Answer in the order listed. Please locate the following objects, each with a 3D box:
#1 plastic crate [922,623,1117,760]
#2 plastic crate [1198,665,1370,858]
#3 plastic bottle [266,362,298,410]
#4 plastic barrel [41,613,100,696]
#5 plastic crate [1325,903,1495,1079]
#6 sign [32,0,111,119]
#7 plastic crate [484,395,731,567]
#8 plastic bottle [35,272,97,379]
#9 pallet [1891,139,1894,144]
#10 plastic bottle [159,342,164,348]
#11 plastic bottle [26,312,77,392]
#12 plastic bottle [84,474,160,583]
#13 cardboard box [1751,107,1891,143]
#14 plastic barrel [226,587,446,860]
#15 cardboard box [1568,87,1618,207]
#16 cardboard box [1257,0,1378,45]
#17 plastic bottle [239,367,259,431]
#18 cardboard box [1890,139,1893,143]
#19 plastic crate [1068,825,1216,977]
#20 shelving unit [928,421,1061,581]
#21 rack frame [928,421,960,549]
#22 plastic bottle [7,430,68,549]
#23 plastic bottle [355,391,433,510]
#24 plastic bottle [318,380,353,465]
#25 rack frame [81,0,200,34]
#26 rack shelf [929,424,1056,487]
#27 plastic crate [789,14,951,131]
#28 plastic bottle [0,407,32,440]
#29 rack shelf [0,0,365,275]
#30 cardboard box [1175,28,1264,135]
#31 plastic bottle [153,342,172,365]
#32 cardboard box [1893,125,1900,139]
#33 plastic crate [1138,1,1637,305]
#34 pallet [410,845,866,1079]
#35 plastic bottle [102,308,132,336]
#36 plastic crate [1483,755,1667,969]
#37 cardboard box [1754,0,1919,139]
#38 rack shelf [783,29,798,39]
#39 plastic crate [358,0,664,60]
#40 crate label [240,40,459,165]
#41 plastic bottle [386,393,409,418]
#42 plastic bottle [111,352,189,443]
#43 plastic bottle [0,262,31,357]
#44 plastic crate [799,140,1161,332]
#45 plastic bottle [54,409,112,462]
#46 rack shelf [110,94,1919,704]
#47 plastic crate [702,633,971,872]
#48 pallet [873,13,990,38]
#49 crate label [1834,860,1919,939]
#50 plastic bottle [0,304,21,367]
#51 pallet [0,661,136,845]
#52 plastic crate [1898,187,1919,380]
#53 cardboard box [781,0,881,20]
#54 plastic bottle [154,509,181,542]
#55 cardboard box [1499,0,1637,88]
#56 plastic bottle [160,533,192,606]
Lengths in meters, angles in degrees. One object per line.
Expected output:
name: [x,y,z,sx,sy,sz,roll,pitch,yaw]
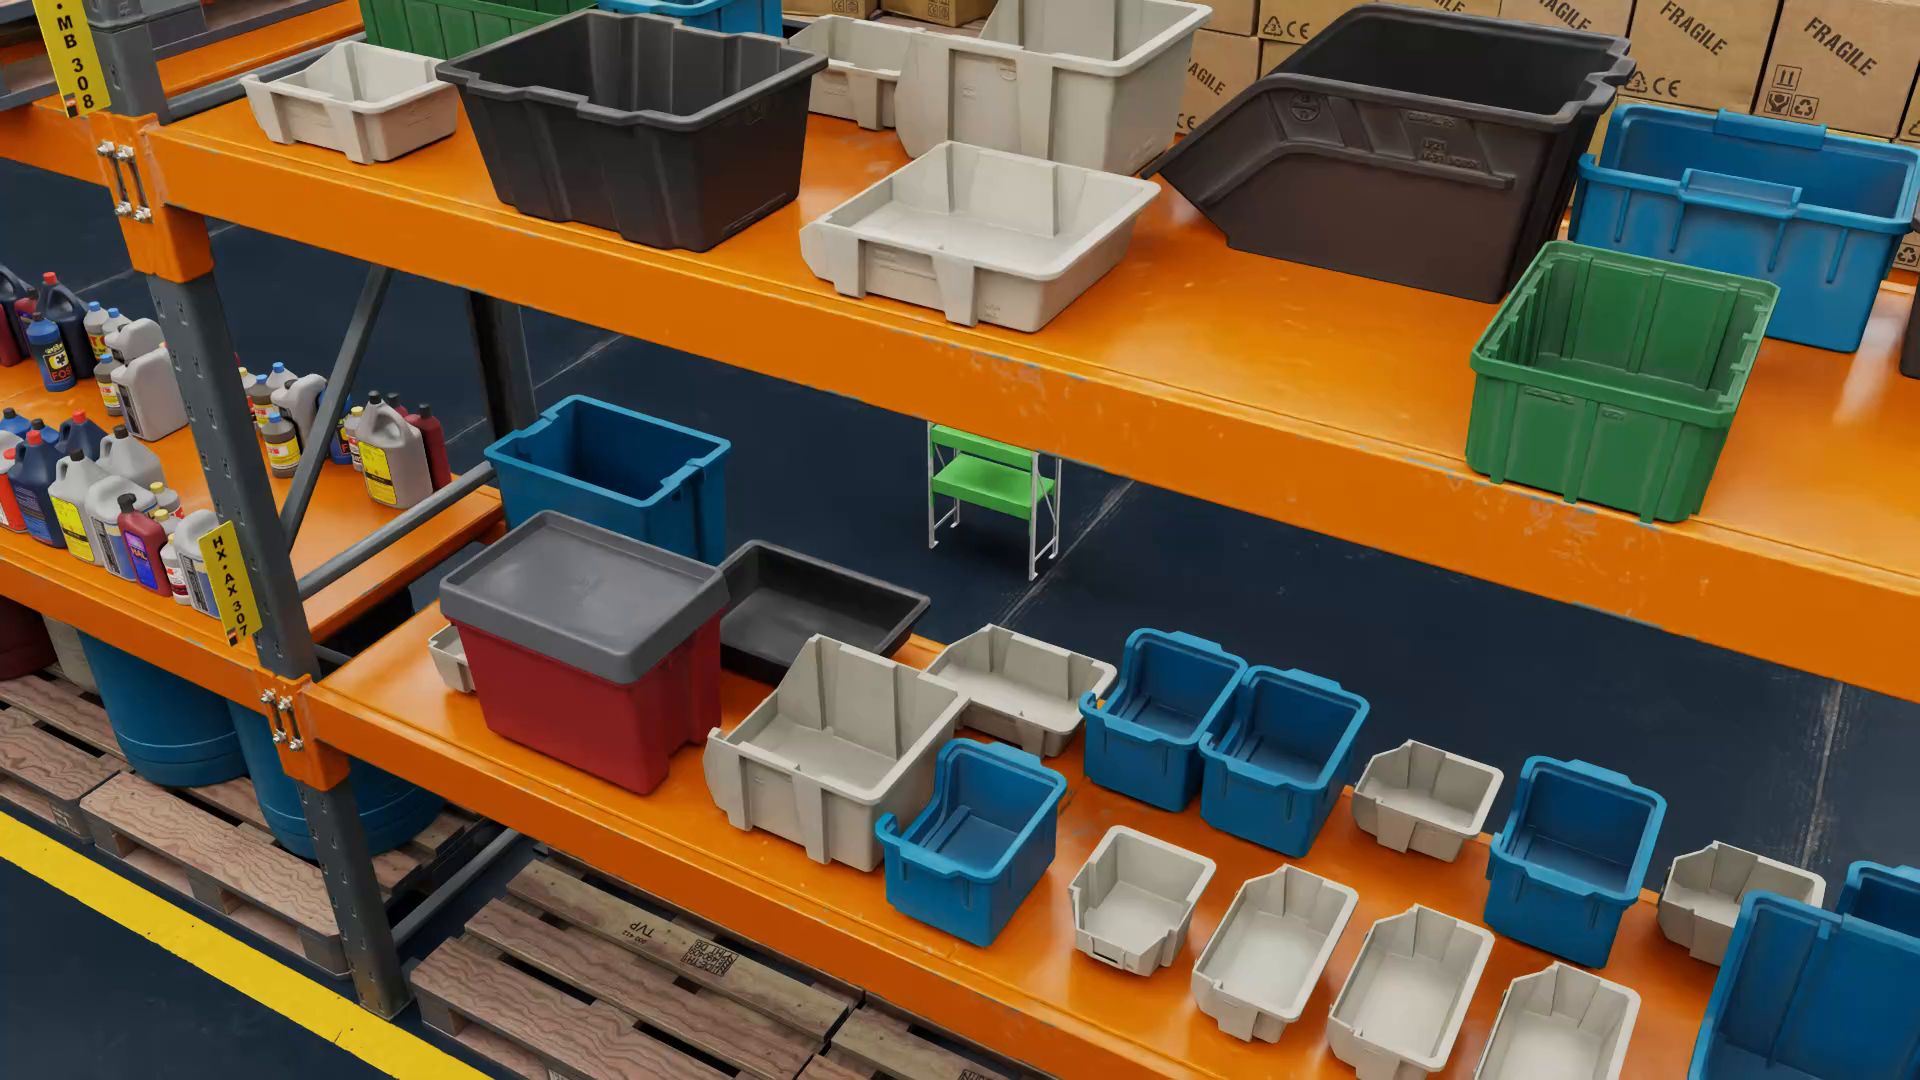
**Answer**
plastic crate: [0.125,0.381,4.156,0.466,0.136,0.293,18,37,24]
plastic crate: [0.743,0.518,3.862,0.300,0.233,0.416,18,37,24]
plastic bottle: [-2.153,-0.441,5.322,0.097,0.271,0.097,0,34,0]
plastic barrel: [-3.060,0.272,6.001,0.421,0.512,0.421,0,34,0]
plastic crate: [0.895,0.923,3.342,0.243,0.136,0.396,18,37,24]
sign: [-1.810,-1.026,3.370,0.005,0.325,0.100,18,37,24]
plastic crate: [-0.961,-0.092,4.642,0.575,0.384,0.392,18,37,24]
plastic bottle: [-3.059,-0.746,5.709,0.185,0.351,0.144,18,37,24]
pallet: [6.120,-2.727,11.155,1.213,0.211,1.003,18,37,24]
plastic bottle: [-2.639,-0.566,5.573,0.097,0.201,0.097,0,34,0]
plastic bottle: [-3.081,-0.643,5.625,0.097,0.271,0.097,0,34,0]
plastic bottle: [-2.355,-0.040,4.715,0.135,0.276,0.152,18,37,24]
cardboard box: [3.422,-1.496,6.699,0.500,0.500,0.500,18,38,25]
plastic barrel: [-1.999,0.503,5.303,0.708,0.901,0.600,18,37,24]
cardboard box: [2.554,-1.774,7.118,0.500,0.500,0.500,17,37,24]
cardboard box: [1.643,-2.472,7.264,0.500,0.500,0.500,16,37,23]
plastic bottle: [-2.322,-0.465,5.422,0.097,0.201,0.097,0,34,0]
cardboard box: [3.693,-1.751,7.082,0.500,0.500,0.500,17,37,24]
plastic crate: [0.375,0.786,3.548,0.250,0.136,0.298,18,37,24]
shelving unit: [0.144,-0.454,6.849,0.503,1.200,0.258,18,37,24]
rack frame: [-0.068,-0.521,6.950,0.015,1.200,0.240,18,37,24]
plastic bottle: [-2.656,-0.164,4.834,0.185,0.351,0.144,18,37,24]
plastic bottle: [-1.715,-0.282,5.011,0.185,0.351,0.144,18,37,24]
plastic bottle: [-1.952,-0.377,5.226,0.097,0.271,0.097,0,34,0]
rack frame: [-1.536,-2.535,2.938,0.127,3.000,1.000,18,37,24]
rack shelf: [0.144,-0.401,6.884,0.480,0.148,0.258,18,37,24]
plastic crate: [-0.242,-1.010,3.592,0.466,0.136,0.293,18,37,24]
plastic bottle: [-2.864,-0.279,5.078,0.097,0.271,0.097,0,34,0]
rack shelf: [-3.272,-1.537,4.795,4.000,0.370,1.077,18,37,24]
cardboard box: [1.233,-2.191,7.744,0.500,0.500,0.500,19,38,26]
plastic bottle: [-2.552,-0.552,5.484,0.135,0.276,0.152,18,37,24]
cardboard box: [6.196,-2.984,10.902,0.500,0.500,0.700,18,37,24]
plastic crate: [0.747,-0.713,2.964,0.767,0.338,0.504,18,37,24]
pallet: [-0.878,1.306,5.098,1.213,0.211,1.003,18,37,24]
plastic bottle: [-2.841,-0.659,5.649,0.097,0.271,0.097,0,34,0]
plastic crate: [1.315,0.699,3.591,0.300,0.233,0.416,18,37,24]
cardboard box: [3.436,-1.907,6.415,0.500,0.500,0.500,19,38,26]
rack shelf: [-0.811,-2.671,9.204,4.000,0.370,1.077,18,37,24]
plastic crate: [-1.018,-1.227,3.872,0.662,0.188,0.450,18,37,24]
crate label: [-1.254,-0.903,3.432,0.466,0.136,0.293,18,37,24]
plastic bottle: [-1.758,-0.332,5.148,0.133,0.283,0.061,18,37,24]
plastic bottle: [-2.628,-0.479,5.374,0.135,0.276,0.152,18,37,24]
plastic bottle: [-3.336,-0.834,5.840,0.185,0.351,0.144,18,37,24]
plastic crate: [0.020,-0.526,2.865,0.530,0.136,0.437,18,37,24]
plastic bottle: [-2.585,-0.233,4.938,0.185,0.351,0.144,18,37,24]
rack shelf: [0.201,-0.437,3.143,4.000,0.370,1.077,18,37,24]
plastic crate: [-0.301,0.495,3.853,0.530,0.282,0.437,18,37,24]
pallet: [0.286,-2.613,8.641,1.213,0.211,1.003,18,37,24]
crate label: [1.886,0.880,3.319,0.303,0.233,0.416,18,37,24]
plastic bottle: [-3.364,-0.749,5.774,0.133,0.283,0.061,18,37,24]
pallet: [-3.248,0.555,6.226,1.213,0.211,1.003,18,37,24]
plastic crate: [1.741,-0.372,2.514,0.590,0.269,0.497,18,37,24]
cardboard box: [-0.639,-3.093,8.720,0.500,0.500,0.700,8,35,12]
plastic bottle: [-2.238,0.007,4.712,0.097,0.201,0.097,0,34,0]
cardboard box: [2.538,-2.189,6.838,0.500,0.500,0.500,19,38,26]
plastic bottle: [-2.152,0.073,4.613,0.097,0.201,0.097,0,34,0]
